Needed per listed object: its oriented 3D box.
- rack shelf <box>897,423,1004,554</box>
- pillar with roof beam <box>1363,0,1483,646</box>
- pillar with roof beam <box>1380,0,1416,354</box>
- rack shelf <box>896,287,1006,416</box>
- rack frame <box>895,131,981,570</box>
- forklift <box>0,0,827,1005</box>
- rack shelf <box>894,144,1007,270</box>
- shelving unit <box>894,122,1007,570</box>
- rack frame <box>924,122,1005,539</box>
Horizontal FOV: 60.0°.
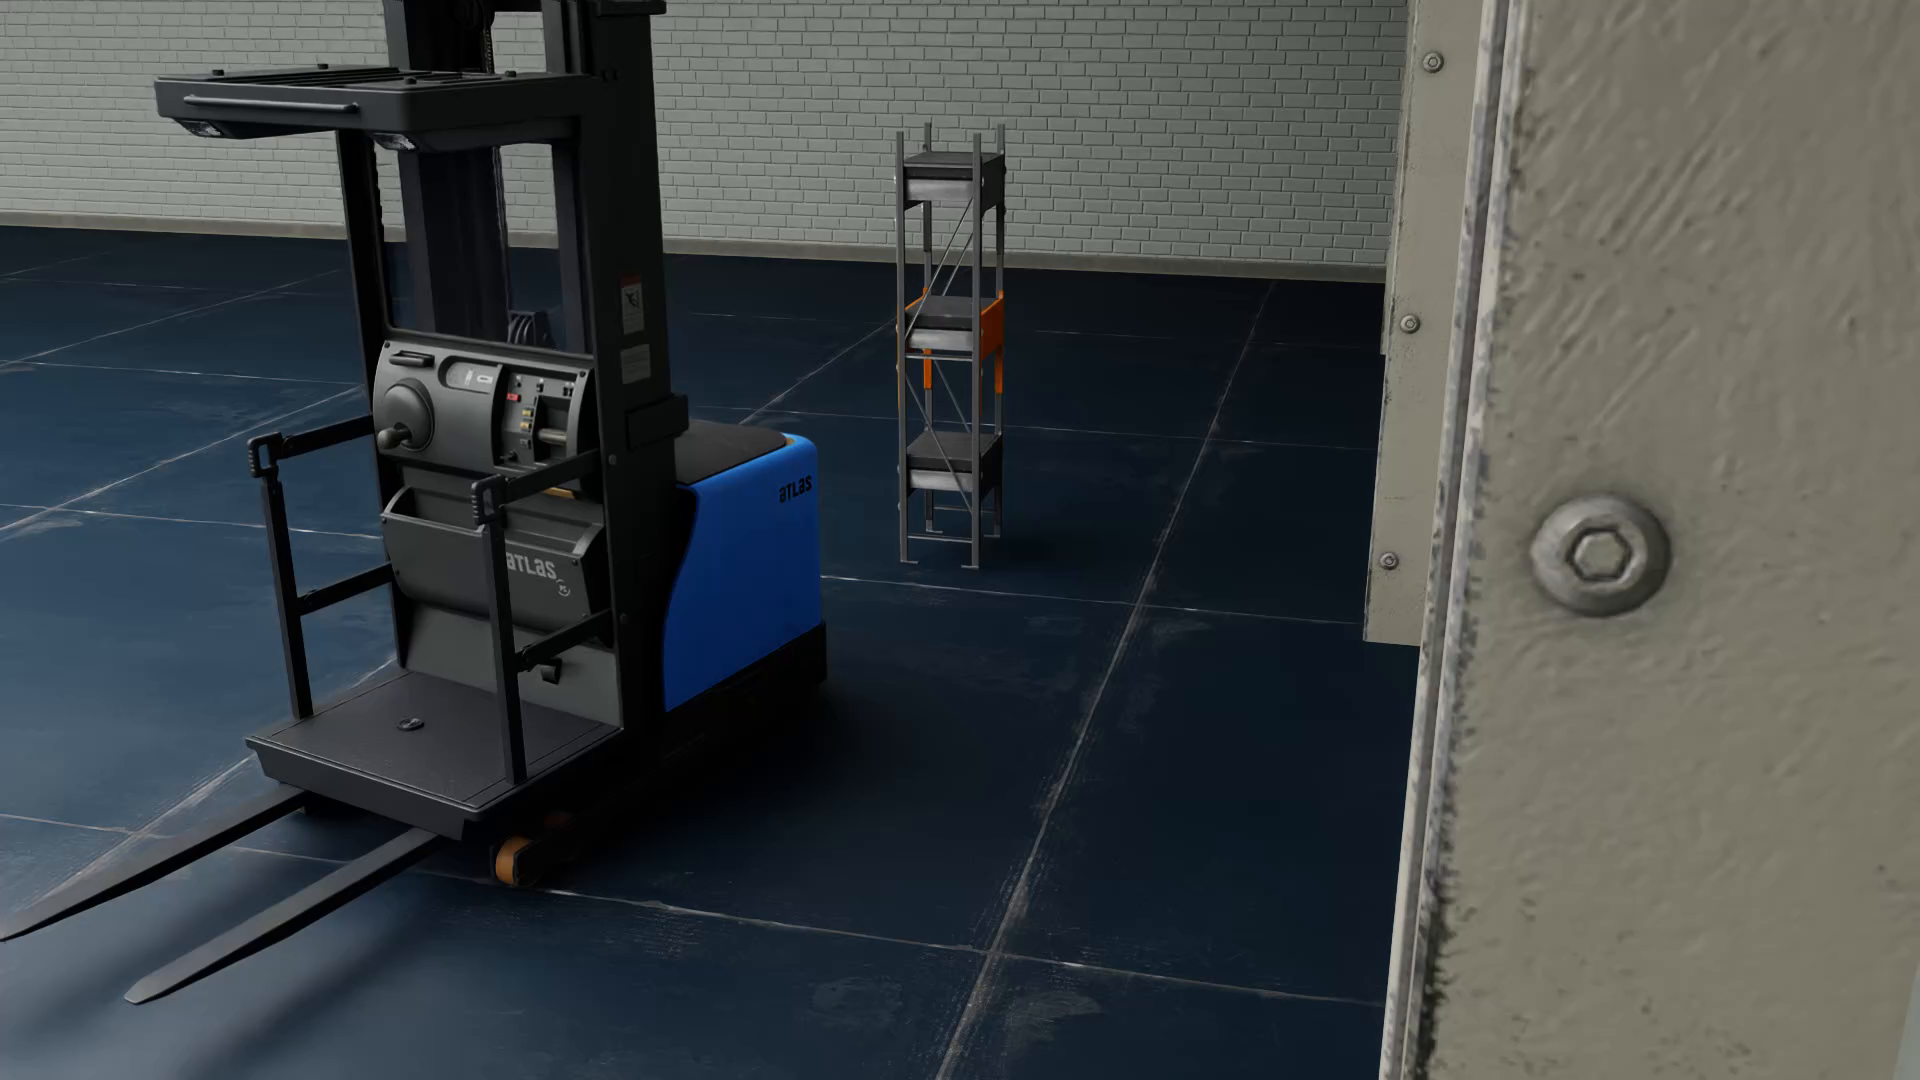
[{"bbox_3d":[-0.040,-0.266,8.372,0.431,0.518,0.480,5,19,13],"label":"rack shelf"},{"bbox_3d":[-2.200,-4.203,7.017,9.100,9.000,0.400,5,19,13],"label":"pillar with roof beam"},{"bbox_3d":[-0.734,-6.084,12.523,9.100,9.000,0.400,5,19,13],"label":"pillar with roof beam"},{"bbox_3d":[-0.040,-0.929,8.146,0.431,0.518,0.480,5,19,13],"label":"rack shelf"},{"bbox_3d":[-0.100,-0.865,7.917,0.400,2.100,0.015,5,19,13],"label":"rack frame"},{"bbox_3d":[-1.707,-0.435,5.370,1.130,2.935,3.031,10,21,28],"label":"forklift"},{"bbox_3d":[-0.040,-1.591,7.919,0.431,0.518,0.480,5,19,13],"label":"rack shelf"},{"bbox_3d":[-0.040,-0.942,8.141,0.431,2.100,0.503,5,19,13],"label":"shelving unit"},{"bbox_3d":[0.019,-1.018,8.365,0.400,2.100,0.015,5,19,13],"label":"rack frame"}]
